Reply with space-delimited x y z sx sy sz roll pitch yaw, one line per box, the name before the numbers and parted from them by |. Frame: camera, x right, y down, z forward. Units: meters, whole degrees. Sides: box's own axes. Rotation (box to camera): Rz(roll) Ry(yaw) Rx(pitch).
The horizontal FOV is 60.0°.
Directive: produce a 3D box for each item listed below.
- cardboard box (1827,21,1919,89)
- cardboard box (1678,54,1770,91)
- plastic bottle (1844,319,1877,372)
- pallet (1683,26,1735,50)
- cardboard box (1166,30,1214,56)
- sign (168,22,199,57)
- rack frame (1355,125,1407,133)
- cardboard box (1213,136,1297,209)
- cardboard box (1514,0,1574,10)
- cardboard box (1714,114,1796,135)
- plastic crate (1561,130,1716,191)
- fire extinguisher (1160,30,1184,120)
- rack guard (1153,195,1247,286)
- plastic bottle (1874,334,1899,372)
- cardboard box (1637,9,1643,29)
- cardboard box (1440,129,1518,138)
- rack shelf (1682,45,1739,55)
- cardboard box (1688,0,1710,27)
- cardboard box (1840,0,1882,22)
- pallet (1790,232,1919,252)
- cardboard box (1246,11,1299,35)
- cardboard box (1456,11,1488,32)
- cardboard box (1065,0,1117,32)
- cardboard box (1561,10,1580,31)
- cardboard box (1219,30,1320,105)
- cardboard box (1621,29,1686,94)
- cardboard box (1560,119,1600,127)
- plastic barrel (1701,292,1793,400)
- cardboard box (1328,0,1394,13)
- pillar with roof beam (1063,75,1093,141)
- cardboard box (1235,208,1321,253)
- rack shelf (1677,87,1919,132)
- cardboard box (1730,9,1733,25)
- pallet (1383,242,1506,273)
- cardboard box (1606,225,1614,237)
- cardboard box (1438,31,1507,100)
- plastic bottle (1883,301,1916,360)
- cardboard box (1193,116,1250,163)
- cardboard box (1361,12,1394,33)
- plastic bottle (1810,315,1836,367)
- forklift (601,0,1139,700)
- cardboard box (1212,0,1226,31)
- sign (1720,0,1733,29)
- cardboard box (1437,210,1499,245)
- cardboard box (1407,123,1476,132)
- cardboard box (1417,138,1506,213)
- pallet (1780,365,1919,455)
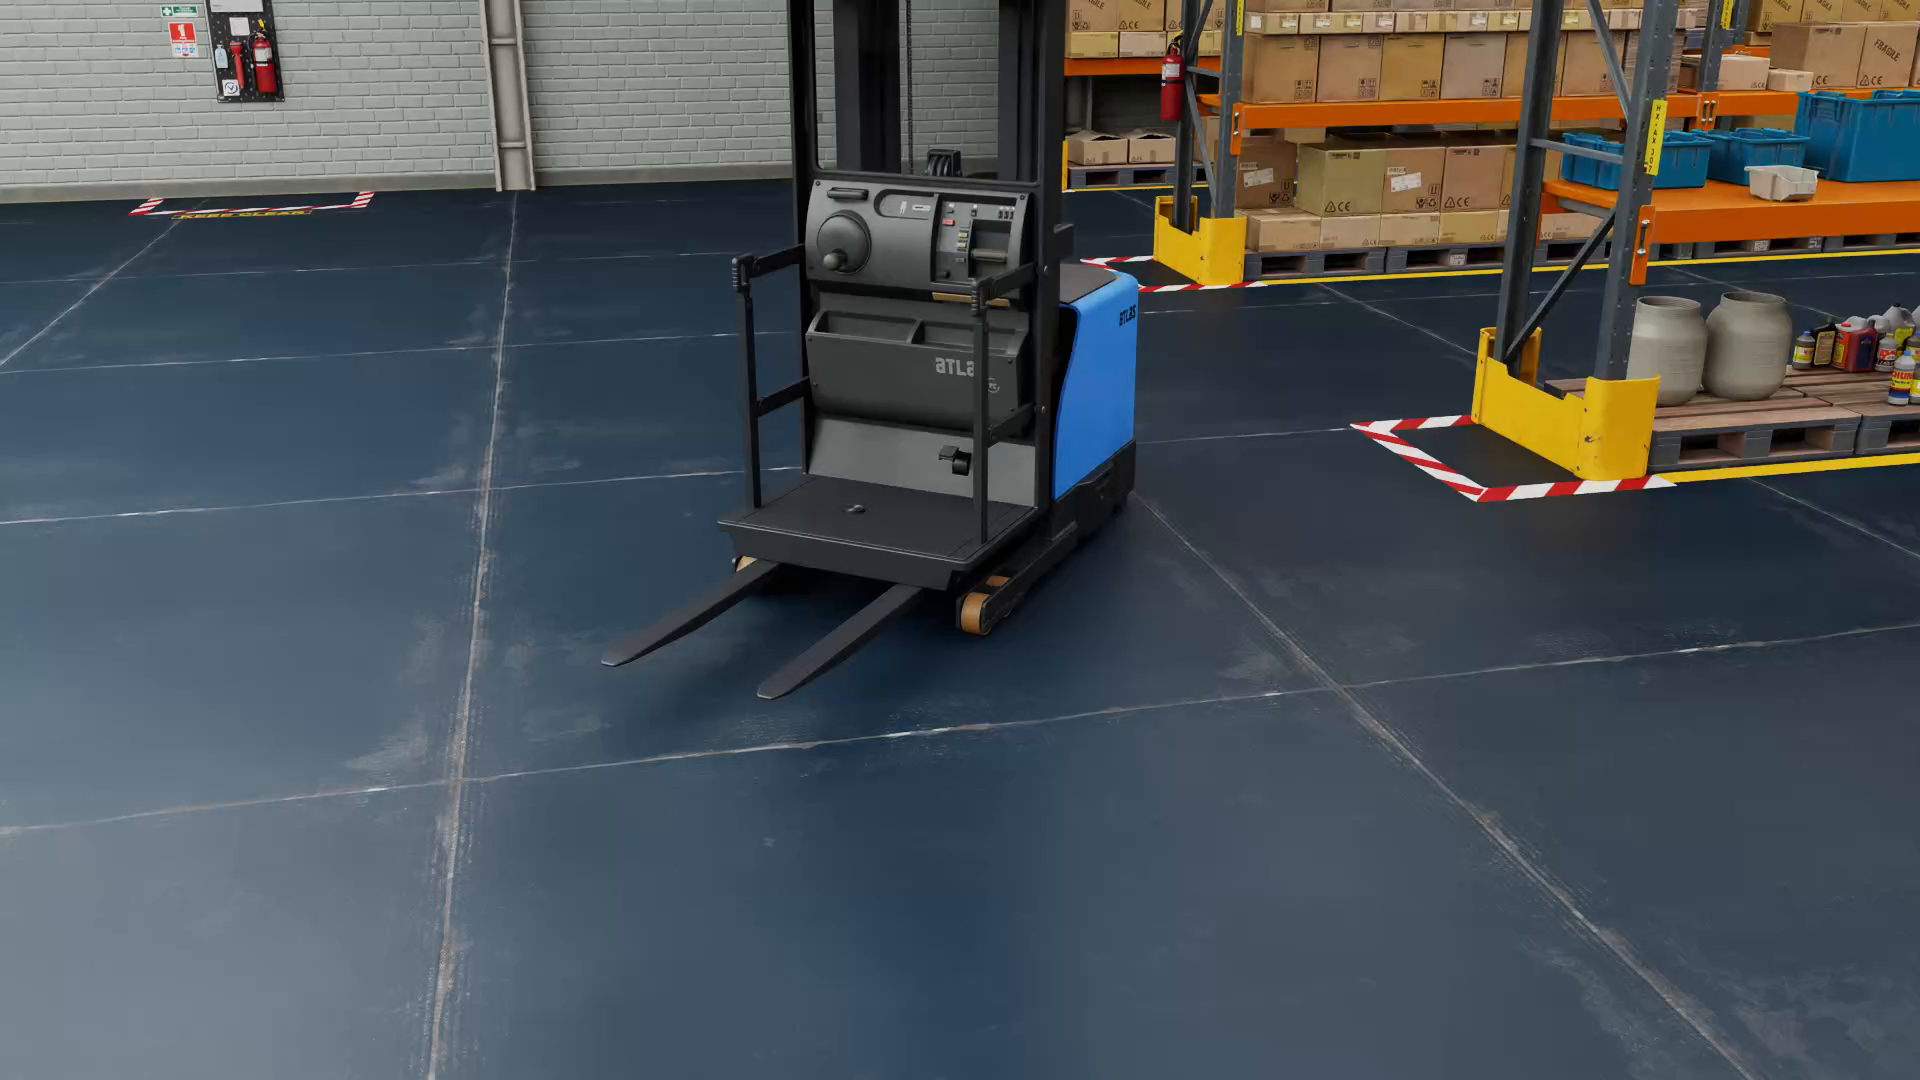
cardboard box | 7.532 -4.035 13.824 0.500 0.500 0.500 -5 21 -12
cardboard box | 6.250 -3.835 13.640 0.500 0.250 0.500 -3 20 -9
plastic bottle | 4.988 -1.075 9.198 0.133 0.283 0.061 -5 21 -12
pallet | 7.861 -5.644 18.640 1.003 0.211 1.213 -5 21 -12
cardboard box | 2.292 -5.148 17.197 0.500 0.250 0.500 -5 21 -13
sign | -7.587 -4.888 16.244 0.234 0.329 0.001 -5 21 -12
rack frame | 4.638 -5.509 17.994 0.127 3.000 1.000 -5 21 -12
cardboard box | 2.342 -2.935 13.263 0.500 0.500 0.500 -5 21 -12
cardboard box | 4.372 -4.391 12.908 0.500 0.500 0.700 -5 21 -12
cardboard box | 9.276 -5.028 19.195 0.750 0.750 0.750 -5 21 -13
plastic crate | 3.443 -1.947 8.484 0.616 0.251 0.499 -5 21 -12
fire extinguisher | 1.667 -3.645 13.016 0.183 0.674 0.296 -5 21 -12
rack guard | 1.865 -2.359 13.029 0.348 0.500 1.175 -5 21 -12
plastic bottle | 5.145 -1.043 9.229 0.097 0.201 0.097 0 20 0
cardboard box | 5.325 -4.091 13.033 0.250 0.149 0.380 -5 21 -14
cardboard box | 4.285 -3.099 13.709 0.500 0.500 0.500 -5 21 -12
rack shelf | 6.584 -5.330 18.550 4.000 0.370 1.077 -5 21 -12
cardboard box | 8.075 -6.039 18.655 0.500 0.500 0.700 -7 21 -19
cardboard box | 10.057 -6.052 18.868 0.500 0.500 0.500 -5 21 -13
pallet | 7.679 -2.711 14.409 1.213 0.211 1.003 -5 21 -12
cardboard box | 2.320 -3.845 12.363 0.250 0.149 0.380 -5 21 -13
cardboard box | 3.816 -3.967 12.694 0.250 0.149 0.380 -4 21 -12
cardboard box | 1.279 -5.421 16.851 0.500 0.500 0.500 -5 21 -12
cardboard box | 4.575 -4.030 12.867 0.250 0.149 0.380 -5 21 -13
cardboard box | 2.346 -3.615 12.676 0.500 0.500 0.700 -5 21 -12
cardboard box | 5.351 -3.861 13.349 0.500 0.500 0.700 -5 21 -14
cardboard box | 6.837 -4.734 18.871 0.500 0.500 0.700 -5 21 -13
plastic barrel | 4.135 -1.023 8.753 0.421 0.512 0.421 0 20 0
cardboard box | 2.908 -4.271 12.583 0.500 0.500 0.700 -5 21 -14
pillar with roof beam | 2.218 -6.914 13.106 0.400 9.000 9.100 -5 21 -12
cardboard box | 2.462 -2.409 12.917 0.500 0.250 0.500 -5 21 -12
rack shelf | 7.728 -3.672 14.024 4.000 0.370 1.077 -5 21 -12
cardboard box | 8.929 -6.148 19.129 0.500 0.500 0.500 -5 21 -12
pallet | 3.808 -2.396 13.547 1.213 0.211 1.003 -5 21 -12
cardboard box | 5.380 -2.648 13.569 0.500 0.250 0.500 -5 21 -12
cardboard box | 3.852 -3.738 13.013 0.500 0.500 0.700 -4 21 -11
plastic bottle | 5.258 -1.168 9.353 0.185 0.351 0.144 -4 20 -10
cardboard box | 2.719 -4.337 17.787 0.500 0.500 0.700 -6 21 -16
cardboard box | 3.065 -3.906 12.528 0.250 0.149 0.380 -5 21 -13
plastic bottle | 4.821 -1.115 9.308 0.133 0.283 0.061 -4 21 -11
forklift | -0.262 -1.182 6.280 1.130 2.935 3.031 9 22 23
cardboard box | 2.766 -5.541 17.177 0.500 0.500 0.500 -4 20 -11
sign | 5.910 -4.110 12.799 0.005 0.325 0.100 -5 21 -12
cardboard box | 3.922 -2.527 13.240 0.500 0.250 0.500 -5 21 -12
cardboard box | 5.350 -4.606 18.522 0.500 0.500 0.700 -4 20 -11
cardboard box | 3.922 -2.879 13.110 0.500 0.500 0.500 -5 21 -12
pallet | 5.065 -0.747 9.047 1.213 0.211 1.003 -5 21 -12
